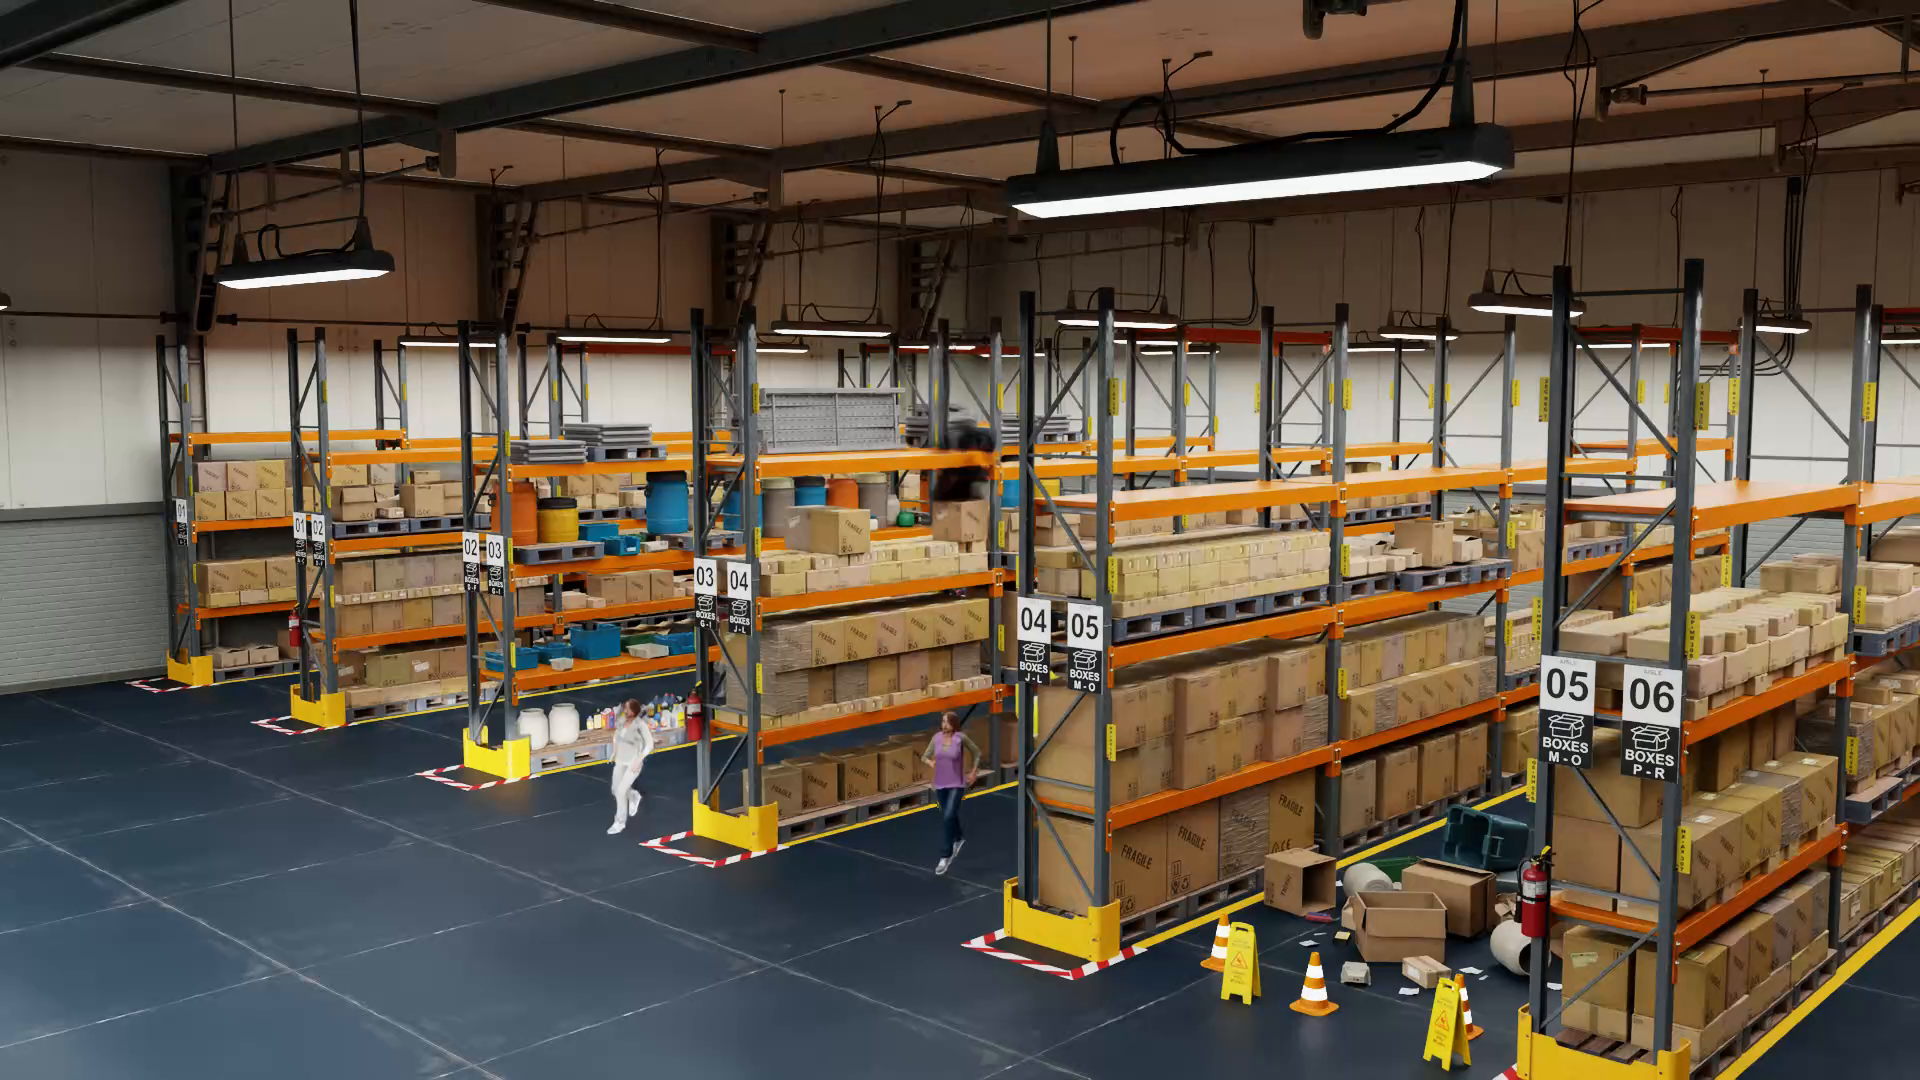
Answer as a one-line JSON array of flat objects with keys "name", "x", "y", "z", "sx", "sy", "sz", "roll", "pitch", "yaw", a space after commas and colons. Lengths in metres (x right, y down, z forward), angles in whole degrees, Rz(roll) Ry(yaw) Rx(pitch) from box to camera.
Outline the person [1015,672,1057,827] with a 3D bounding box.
[{"name": "person", "x": 0.944, "y": 2.307, "z": 18.316, "sx": 0.697, "sy": 1.732, "sz": 0.559, "roll": 3, "pitch": 6, "yaw": 31}]

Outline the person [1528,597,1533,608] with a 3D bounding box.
[{"name": "person", "x": 9.225, "y": 1.782, "z": 26.815, "sx": 0.677, "sy": 1.745, "sz": 0.861, "roll": 5, "pitch": 7, "yaw": 44}]

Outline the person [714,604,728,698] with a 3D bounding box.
[{"name": "person", "x": -3.863, "y": 1.778, "z": 27.624, "sx": 0.614, "sy": 1.631, "sz": 0.575, "roll": 4, "pitch": 7, "yaw": 35}]

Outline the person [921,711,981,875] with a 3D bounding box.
[{"name": "person", "x": -0.098, "y": 2.564, "z": 17.204, "sx": 0.576, "sy": 1.629, "sz": 0.754, "roll": 2, "pitch": 6, "yaw": 23}]

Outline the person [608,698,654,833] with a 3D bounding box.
[{"name": "person", "x": -3.789, "y": 2.594, "z": 19.306, "sx": 0.562, "sy": 1.561, "sz": 0.603, "roll": 2, "pitch": 6, "yaw": 25}]
